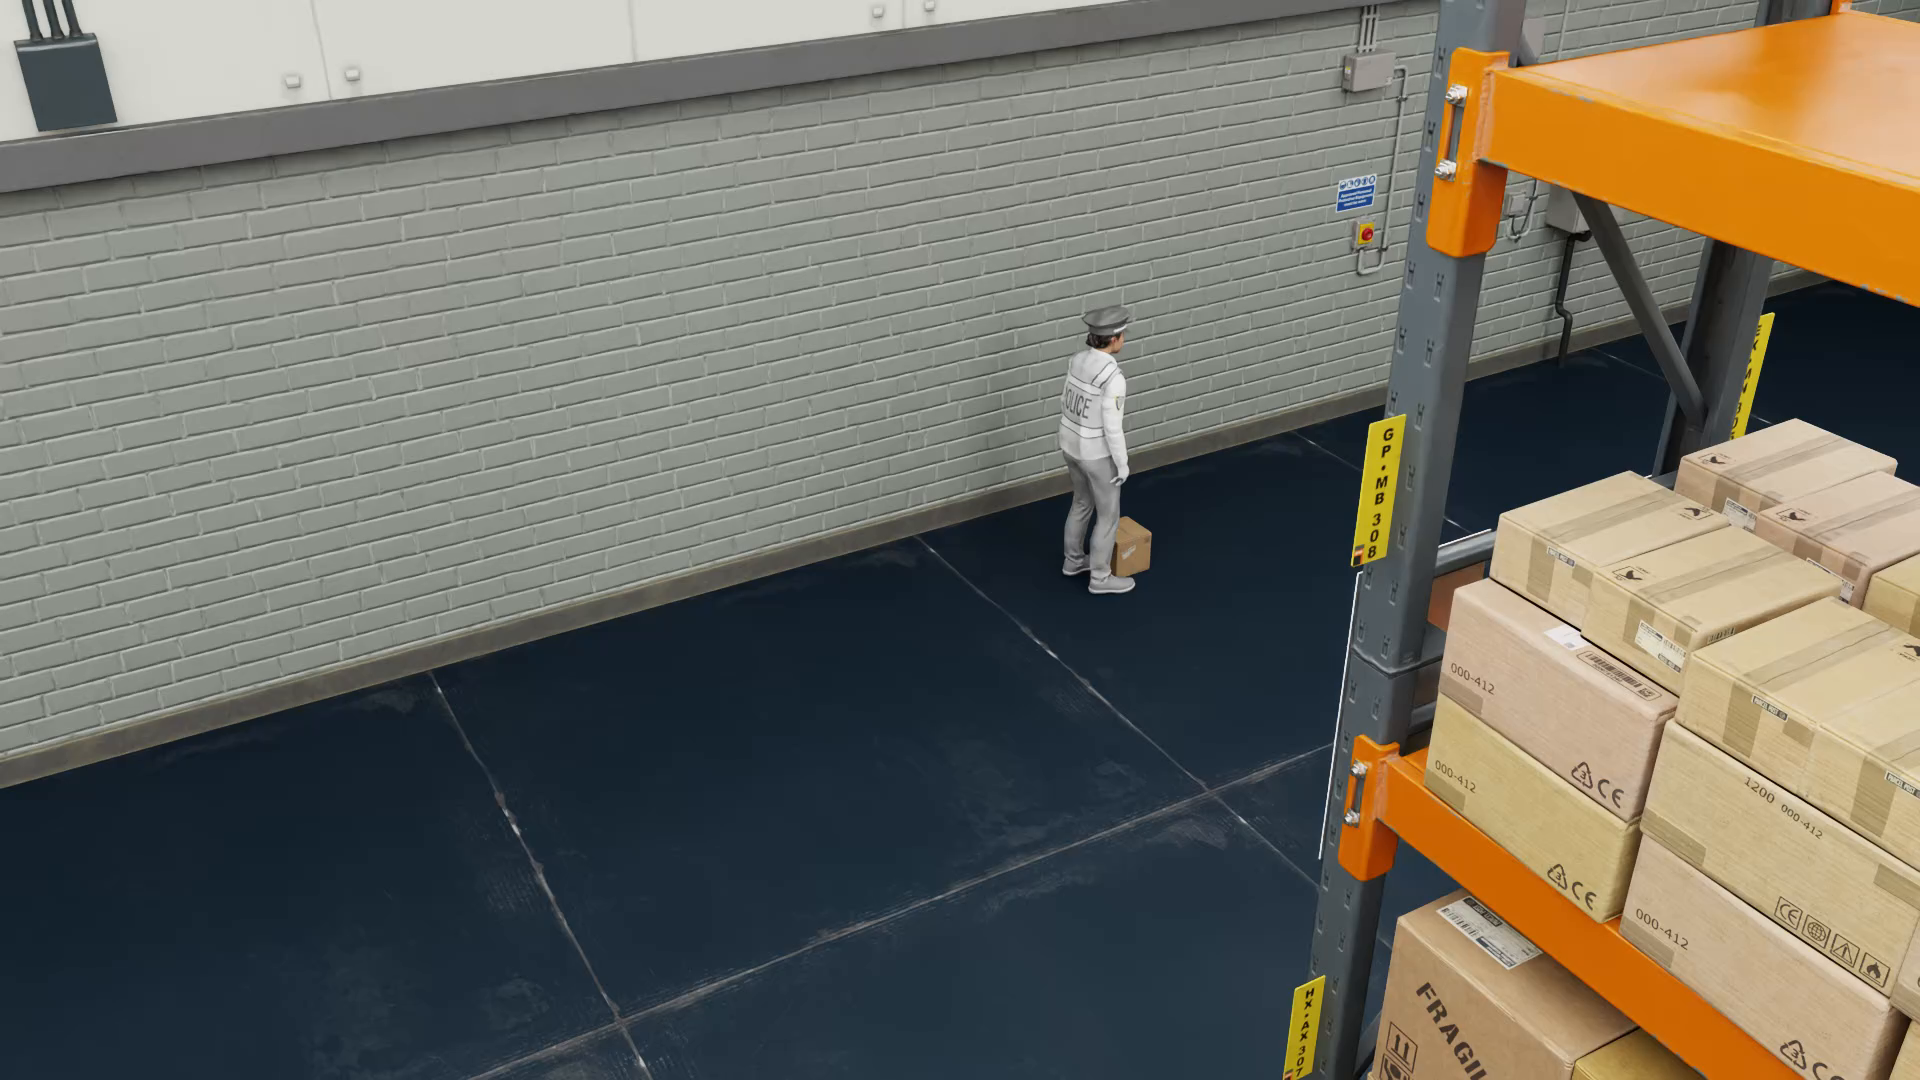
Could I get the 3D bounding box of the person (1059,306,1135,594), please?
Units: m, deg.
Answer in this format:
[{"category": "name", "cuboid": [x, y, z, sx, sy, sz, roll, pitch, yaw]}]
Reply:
[{"category": "person", "cuboid": [0.769, -0.505, 9.455, 0.377, 1.663, 0.530, -16, 33, -27]}]
